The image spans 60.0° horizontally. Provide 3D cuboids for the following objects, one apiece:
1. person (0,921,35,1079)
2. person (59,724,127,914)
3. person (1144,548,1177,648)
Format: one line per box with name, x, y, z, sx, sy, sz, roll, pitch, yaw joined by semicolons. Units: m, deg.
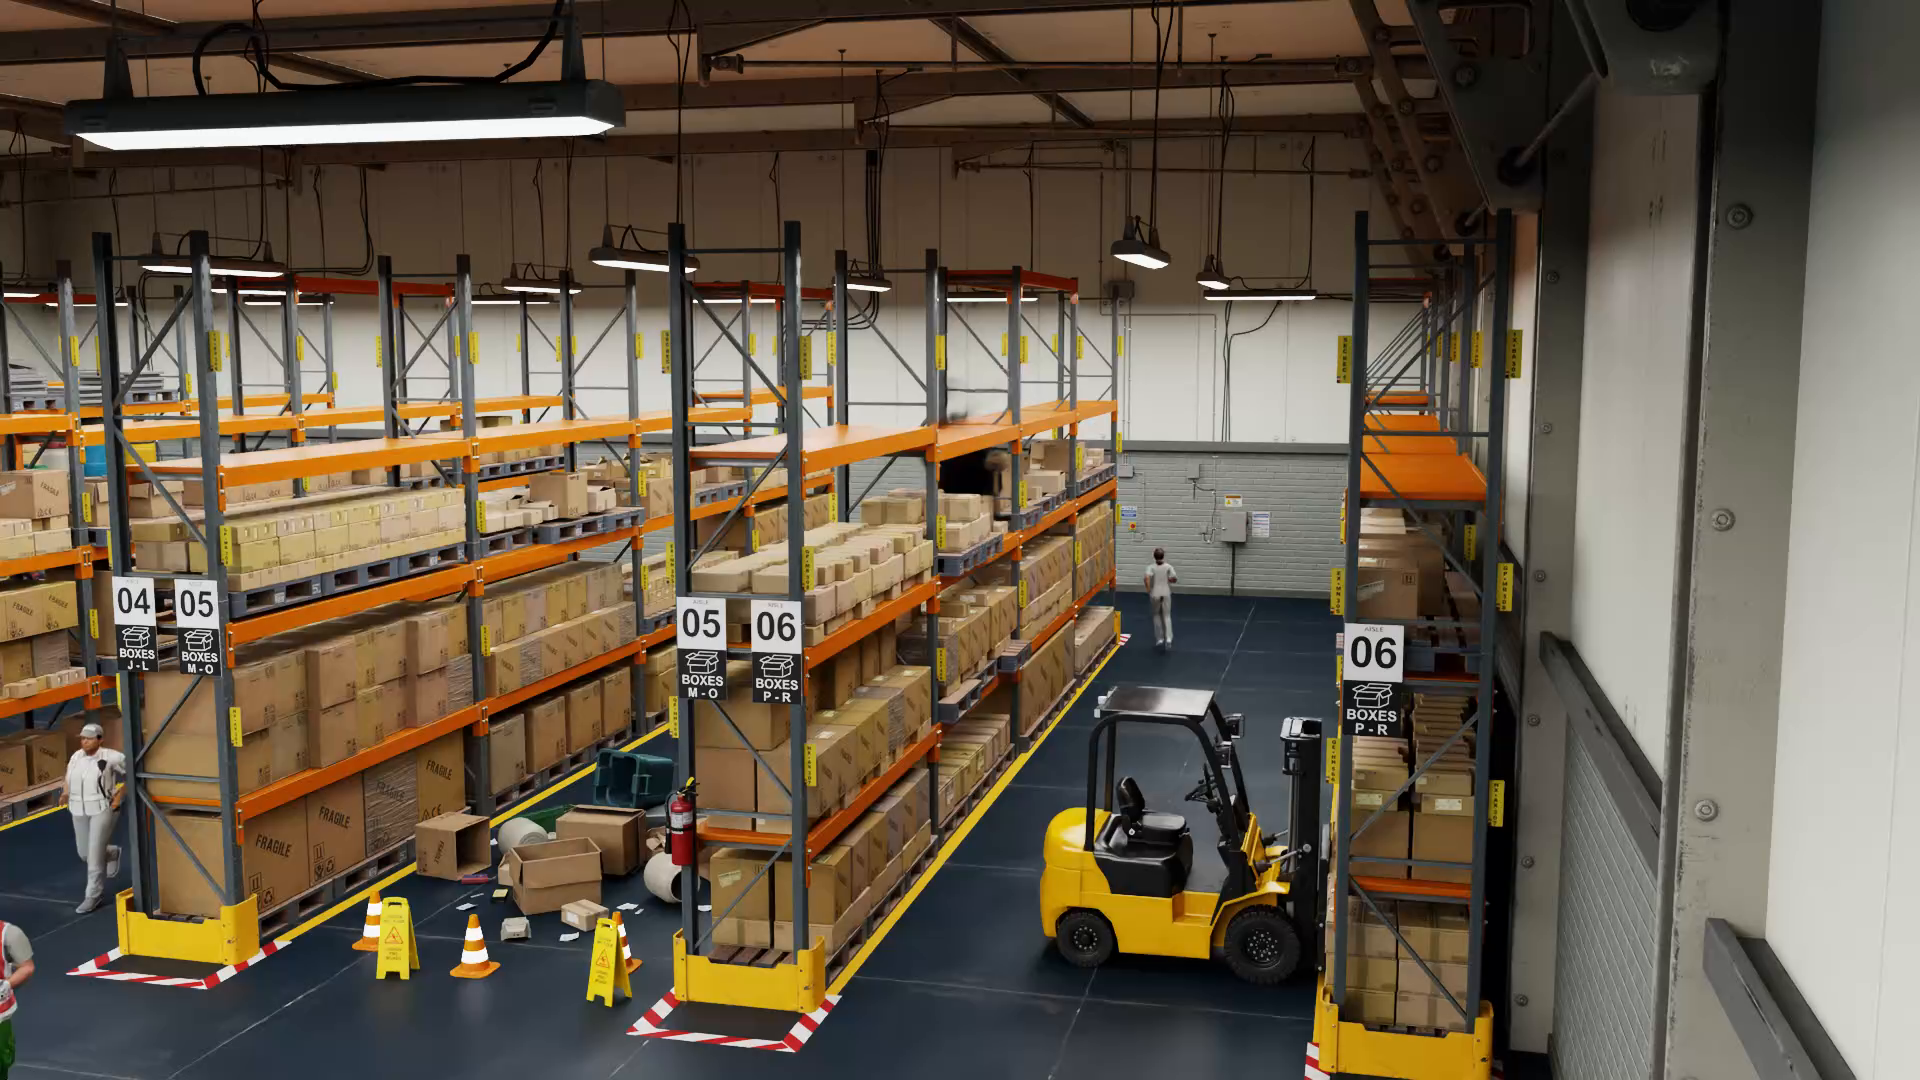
person;-6.128;3.034;10.395;0.638;1.838;0.690;-4;8;-29
person;-7.918;2.499;15.277;0.607;1.659;0.849;0;7;3
person;3.310;0.971;27.553;0.574;1.688;0.846;0;7;0
